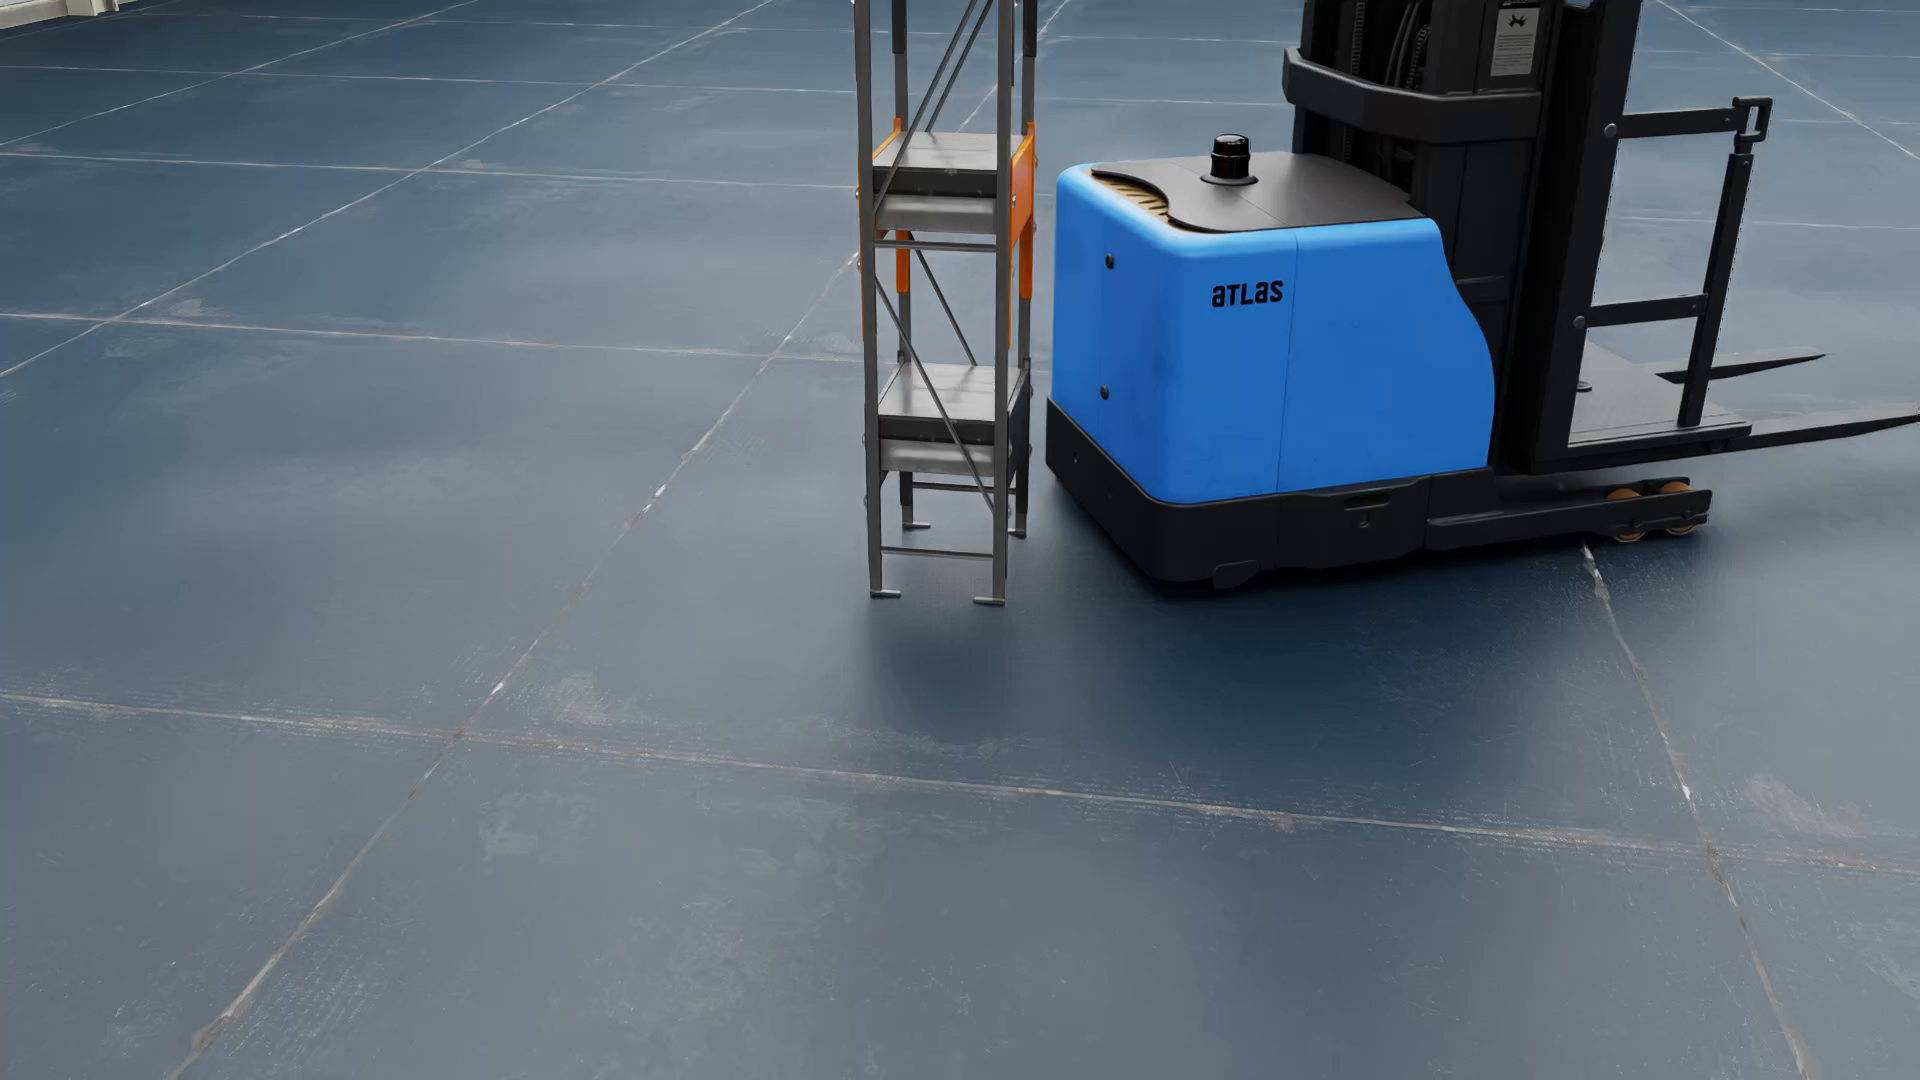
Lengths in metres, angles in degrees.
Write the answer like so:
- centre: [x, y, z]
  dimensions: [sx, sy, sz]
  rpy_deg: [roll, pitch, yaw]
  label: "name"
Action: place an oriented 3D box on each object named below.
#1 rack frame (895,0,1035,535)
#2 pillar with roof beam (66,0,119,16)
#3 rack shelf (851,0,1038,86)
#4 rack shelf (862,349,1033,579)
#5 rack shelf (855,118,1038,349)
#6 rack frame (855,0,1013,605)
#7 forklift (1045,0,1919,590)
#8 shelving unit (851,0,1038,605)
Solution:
- centre: [0.013, -0.984, 4.875]
  dimensions: [0.400, 2.100, 0.015]
  rpy_deg: [4, 25, 9]
  label: "rack frame"
- centre: [-4.248, -8.944, 13.743]
  dimensions: [9.100, 9.000, 0.400]
  rpy_deg: [4, 25, 9]
  label: "pillar with roof beam"
- centre: [-0.027, -1.503, 4.366]
  dimensions: [0.431, 0.518, 0.480]
  rpy_deg: [4, 25, 9]
  label: "rack shelf"
- centre: [-0.027, -0.235, 4.959]
  dimensions: [0.431, 0.518, 0.480]
  rpy_deg: [4, 25, 9]
  label: "rack shelf"
- centre: [-0.027, -0.869, 4.663]
  dimensions: [0.431, 0.518, 0.480]
  rpy_deg: [4, 25, 9]
  label: "rack shelf"
- centre: [-0.067, -0.780, 4.439]
  dimensions: [0.400, 2.100, 0.015]
  rpy_deg: [4, 25, 9]
  label: "rack frame"
- centre: [1.865, -1.526, 5.052]
  dimensions: [3.031, 2.935, 1.130]
  rpy_deg: [-7, 26, -15]
  label: "forklift"
- centre: [-0.027, -0.882, 4.657]
  dimensions: [0.431, 2.100, 0.503]
  rpy_deg: [4, 25, 9]
  label: "shelving unit"
